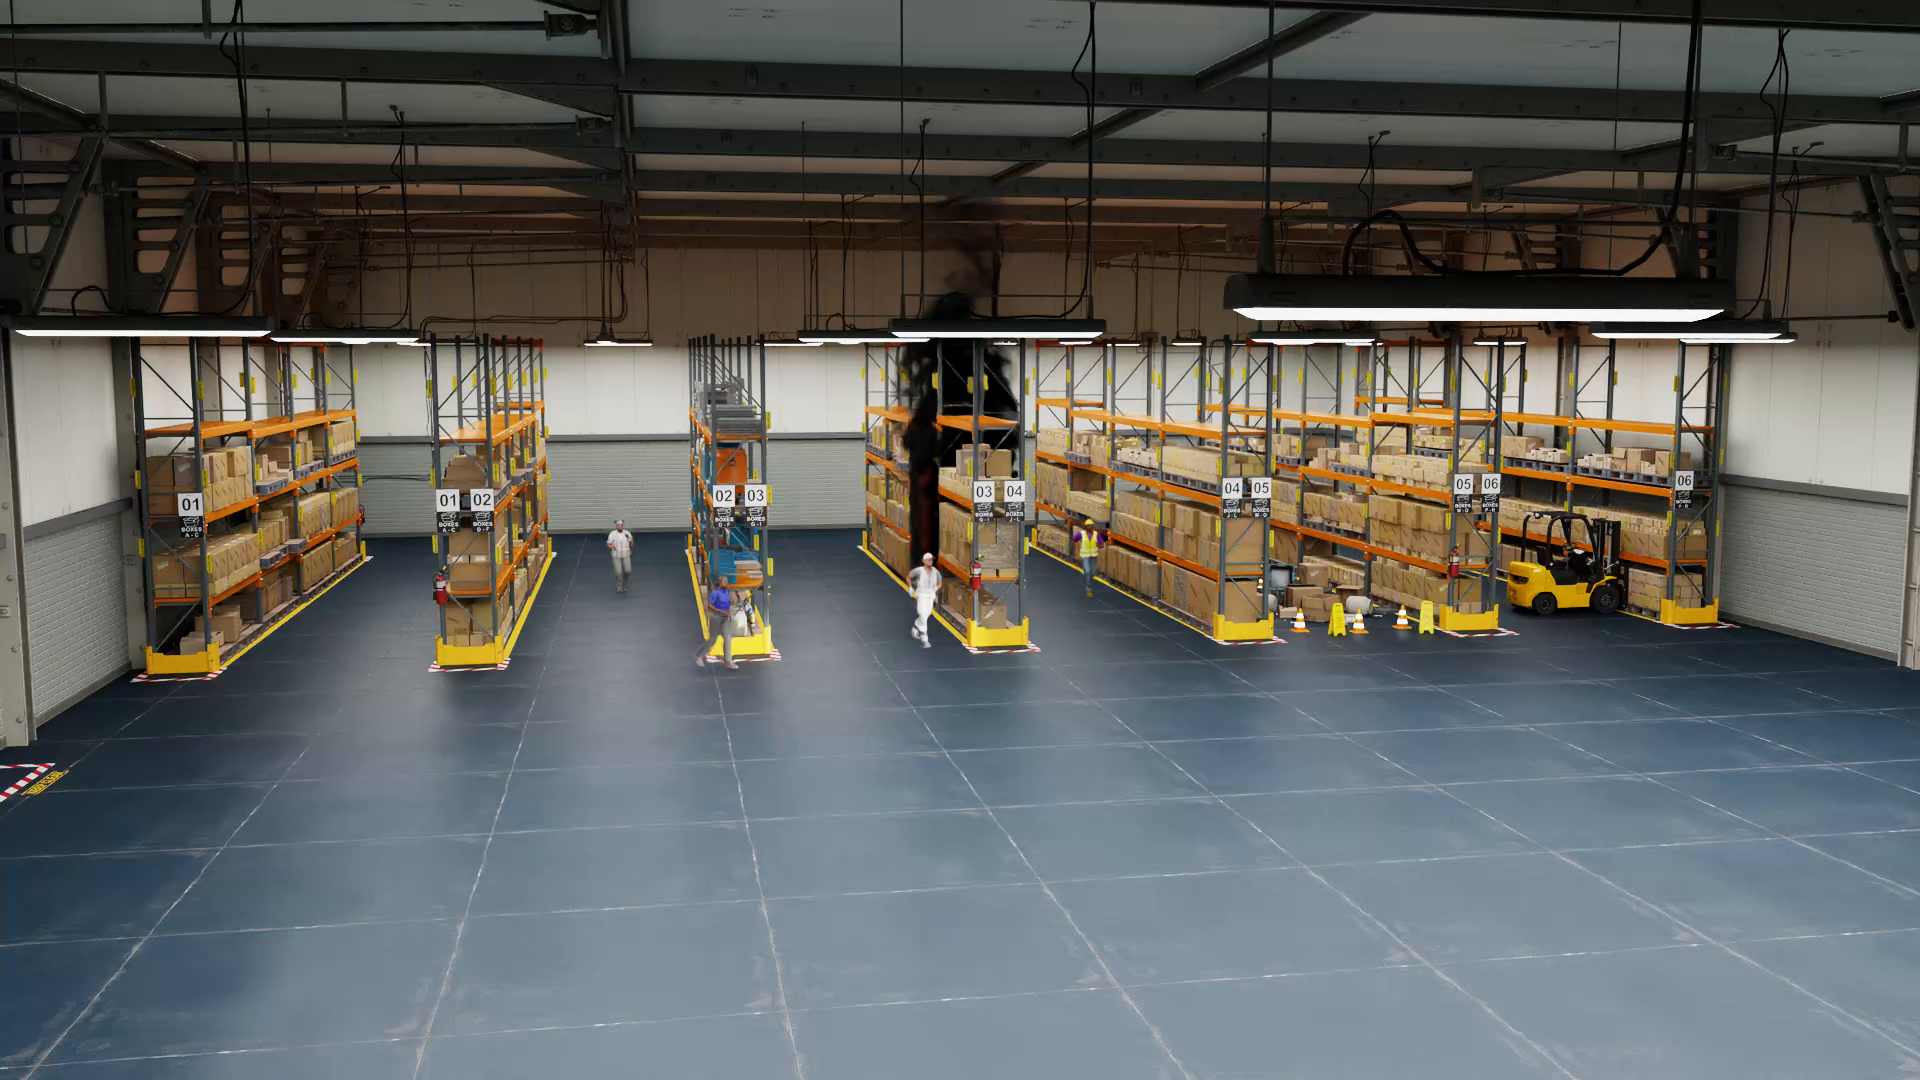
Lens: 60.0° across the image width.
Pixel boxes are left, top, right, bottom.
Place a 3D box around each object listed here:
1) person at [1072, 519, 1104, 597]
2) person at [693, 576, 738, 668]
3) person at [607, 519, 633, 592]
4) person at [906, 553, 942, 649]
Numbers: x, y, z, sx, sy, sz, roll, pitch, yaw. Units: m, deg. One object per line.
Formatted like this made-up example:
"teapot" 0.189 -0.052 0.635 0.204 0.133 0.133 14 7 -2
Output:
"person" 3.000 0.394 38.613 0.700 1.757 0.982 -1 7 -11
"person" -4.301 1.458 29.935 0.880 1.634 0.626 4 8 30
"person" -7.968 0.367 39.160 0.645 1.741 0.604 -2 7 -20
"person" -0.670 1.150 32.286 0.680 1.814 0.925 -3 7 -28
